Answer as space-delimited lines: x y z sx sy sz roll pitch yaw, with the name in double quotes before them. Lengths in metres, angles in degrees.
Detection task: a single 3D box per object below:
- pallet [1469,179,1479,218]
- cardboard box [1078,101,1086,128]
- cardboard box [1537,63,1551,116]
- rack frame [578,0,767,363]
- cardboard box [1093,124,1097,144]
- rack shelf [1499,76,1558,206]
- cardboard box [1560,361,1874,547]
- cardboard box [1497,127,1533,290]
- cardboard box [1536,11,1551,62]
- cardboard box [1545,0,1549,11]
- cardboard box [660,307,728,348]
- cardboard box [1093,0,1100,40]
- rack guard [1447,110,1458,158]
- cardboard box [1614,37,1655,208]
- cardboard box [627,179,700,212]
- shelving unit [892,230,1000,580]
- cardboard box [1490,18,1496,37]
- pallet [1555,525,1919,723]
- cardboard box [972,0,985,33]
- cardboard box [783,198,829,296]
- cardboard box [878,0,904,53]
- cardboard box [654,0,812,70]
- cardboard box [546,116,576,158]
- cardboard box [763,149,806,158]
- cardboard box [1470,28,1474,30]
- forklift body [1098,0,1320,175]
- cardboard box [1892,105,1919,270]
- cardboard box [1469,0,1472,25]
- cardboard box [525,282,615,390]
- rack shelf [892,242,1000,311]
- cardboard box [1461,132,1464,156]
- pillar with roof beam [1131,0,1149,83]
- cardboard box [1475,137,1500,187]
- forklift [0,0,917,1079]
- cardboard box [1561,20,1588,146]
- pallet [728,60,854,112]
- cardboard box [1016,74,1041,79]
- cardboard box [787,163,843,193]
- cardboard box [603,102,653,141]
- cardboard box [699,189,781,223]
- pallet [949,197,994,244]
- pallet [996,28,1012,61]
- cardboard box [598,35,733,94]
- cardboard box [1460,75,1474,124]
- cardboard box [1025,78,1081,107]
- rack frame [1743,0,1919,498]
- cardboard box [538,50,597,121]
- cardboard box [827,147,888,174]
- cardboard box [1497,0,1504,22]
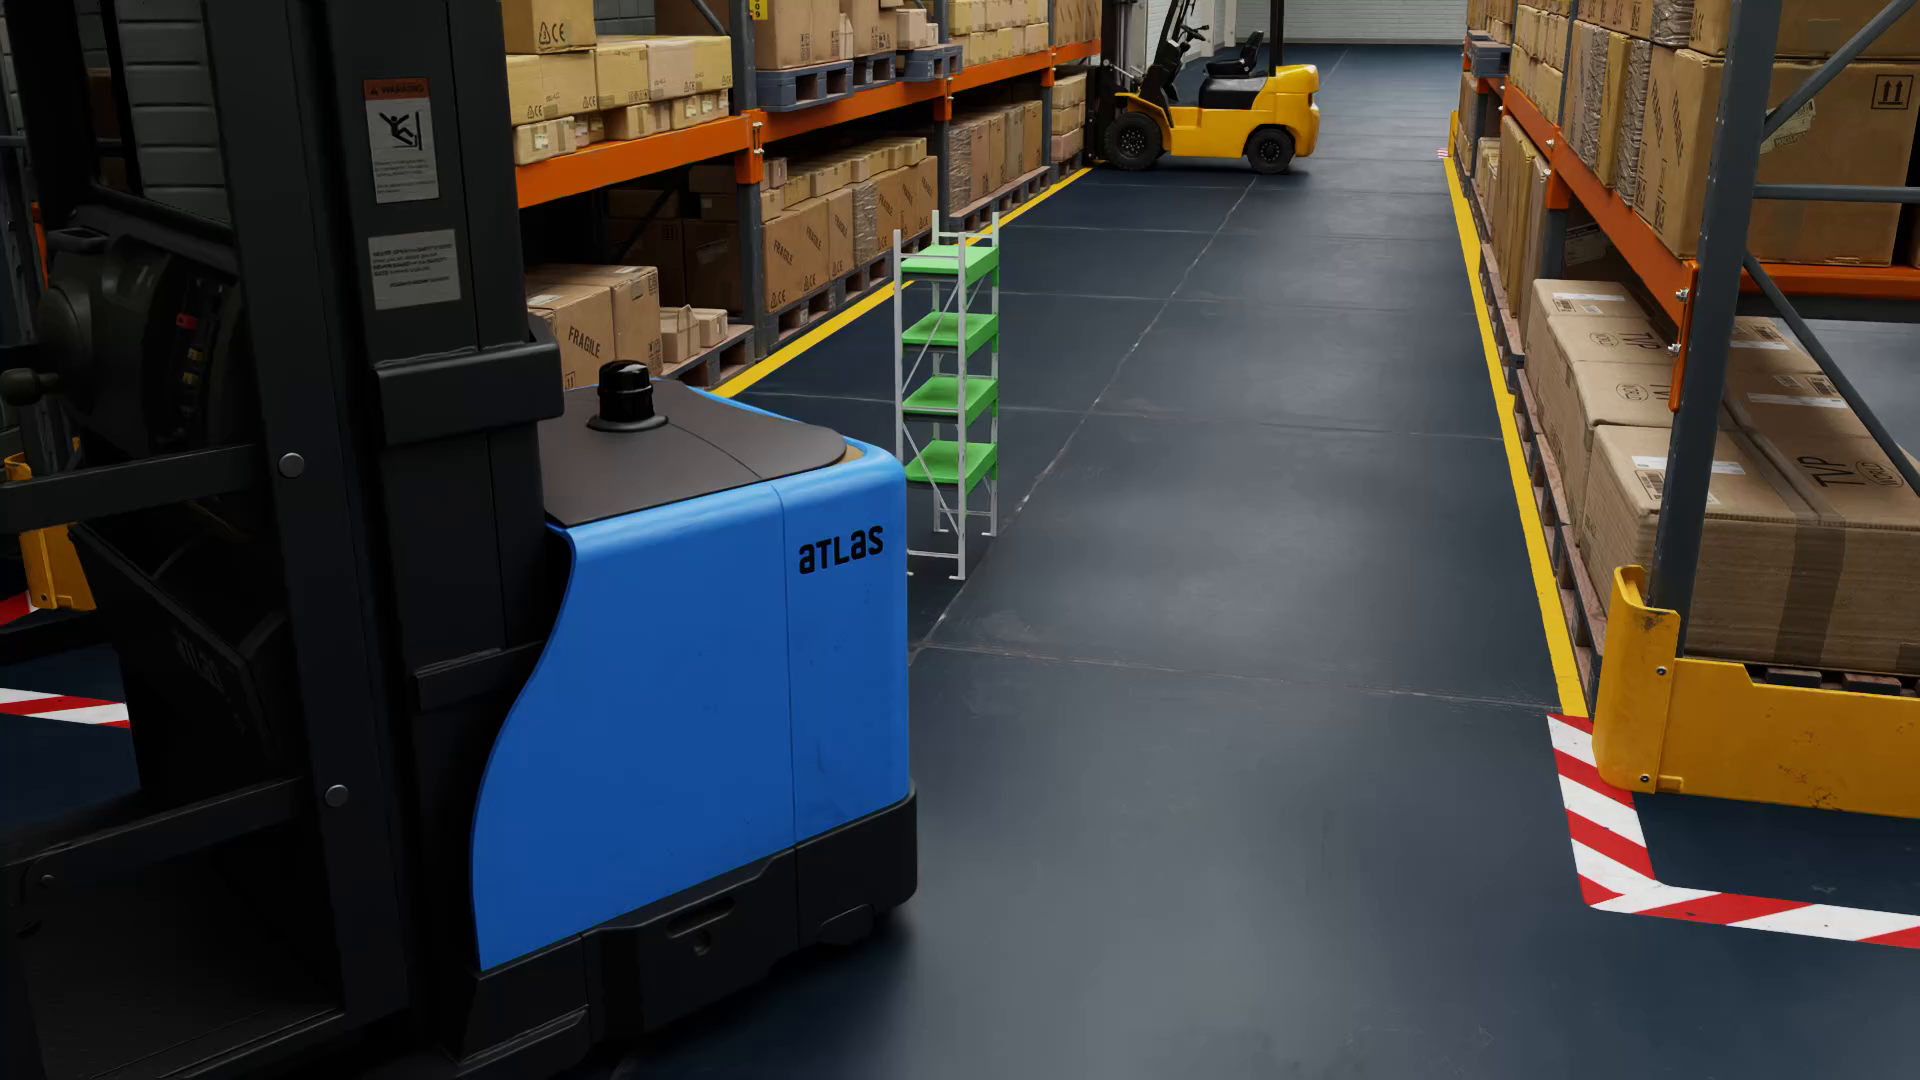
"pallet" 5.023 -2.989 14.613 1.003 0.211 1.213 5 19 13
"cardboard box" 1.070 -4.520 17.611 0.500 0.250 0.500 4 19 13
"cardboard box" 3.248 -2.295 8.497 0.500 0.250 0.500 4 19 13
"rack frame" -1.557 -2.437 8.680 1.000 3.000 0.127 5 19 13
"cardboard box" 1.200 -4.447 18.172 0.500 0.250 0.500 5 20 15
"rack shelf" 3.746 -2.332 9.488 1.077 0.370 4.000 5 19 13
"cardboard box" 2.560 -0.281 5.682 0.875 0.438 0.875 5 20 15
"cardboard box" 16.289 -5.183 7.114 25.988 8.790 3.910 5 19 14
"cardboard box" 3.365 -2.689 8.878 0.500 0.250 0.500 5 20 15
"cardboard box" 3.385 -3.046 8.764 0.500 0.500 0.500 5 20 15
"cardboard box" -1.408 -1.088 8.494 0.380 0.149 0.250 4 19 12
"cardboard box" 1.249 -5.748 18.219 0.500 0.500 0.500 4 19 12
"rack guard" 6.171 -4.600 18.882 1.175 0.500 0.348 5 19 13
"cardboard box" 2.394 -1.330 5.285 0.500 0.500 0.500 5 20 15
"cardboard box" -1.688 -1.980 9.559 0.380 0.149 0.250 5 19 13
"shelving unit" 7.155 -1.278 8.074 13.061 1.200 8.595 5 19 13
"cardboard box" 4.425 -4.078 13.226 0.380 0.149 0.250 5 20 15
"pallet" 2.399 0.271 5.068 1.003 0.211 1.213 5 19 13
"cardboard box" -0.111 -4.133 13.104 0.500 0.250 0.500 5 20 15
"cardboard box" -1.100 -1.754 9.899 0.500 0.500 0.500 4 19 13
"cardboard box" -0.799 -3.412 10.726 0.797 0.503 0.637 4 19 12
"cardboard box" -1.222 -2.817 8.989 0.700 0.500 0.500 5 20 15
"cardboard box" -1.780 -1.629 6.706 0.380 0.149 0.250 5 20 15
"cardboard box" -1.257 -2.545 11.213 0.380 0.149 0.250 4 19 12
"cardboard box" 5.607 -5.365 17.643 0.380 0.149 0.250 5 19 14
"forklift body" 2.681 -5.058 17.667 2.313 2.155 1.214 5 19 13
"cardboard box" 2.676 -0.967 4.224 0.500 0.500 0.500 5 19 13
"cardboard box" 5.681 -5.706 17.637 0.500 0.500 0.500 5 20 15
"cardboard box" -1.820 -0.806 7.123 0.500 0.500 0.500 5 19 14
"rack shelf" -0.040 -0.910 5.707 0.258 0.148 0.480 5 19 13
"cardboard box" 5.345 -3.984 16.815 0.500 0.250 0.500 5 19 14
"pillar with roof beam" 7.437 -12.311 28.308 9.100 9.000 0.400 5 19 13
"cardboard box" 5.086 -3.344 14.752 0.950 0.372 0.625 5 19 14
"forklift" 2.277 -0.219 2.431 8.374 2.843 6.586 -16 25 -39
"cardboard box" 2.889 -1.967 7.150 0.500 0.500 0.500 5 20 15
"pallet" -1.256 -2.588 9.420 1.003 0.211 1.213 5 19 13
"cardboard box" 0.576 -4.802 17.662 0.500 0.250 0.500 5 19 14
"cardboard box" -0.953 -2.265 10.392 0.380 0.149 0.250 5 20 15
"cardboard box" -1.598 -1.869 7.407 0.380 0.149 0.250 4 19 13
"cardboard box" -1.211 -1.851 9.179 0.380 0.149 0.250 6 20 16
"pallet" -0.341 -2.626 13.548 1.003 0.211 1.213 5 19 13
"pallet" 12.263 -4.137 11.636 25.245 1.709 1.217 4 19 11
"cardboard box" -1.445 -2.327 8.133 0.500 0.250 0.500 5 20 15
"cardboard box" 5.595 -4.657 17.624 0.500 0.500 0.500 4 19 11
"cardboard box" 0.955 -4.601 17.075 0.500 0.250 0.500 5 19 13
"rack frame" 2.277 -0.792 3.866 0.949 2.616 0.053 5 19 13
"cardboard box" -1.814 -1.853 6.743 0.500 0.250 0.500 4 19 12
"cardboard box" -0.707 -2.592 11.350 0.380 0.149 0.250 5 20 15
"cardboard box" 4.192 -4.014 12.033 0.500 0.500 0.500 4 19 13
